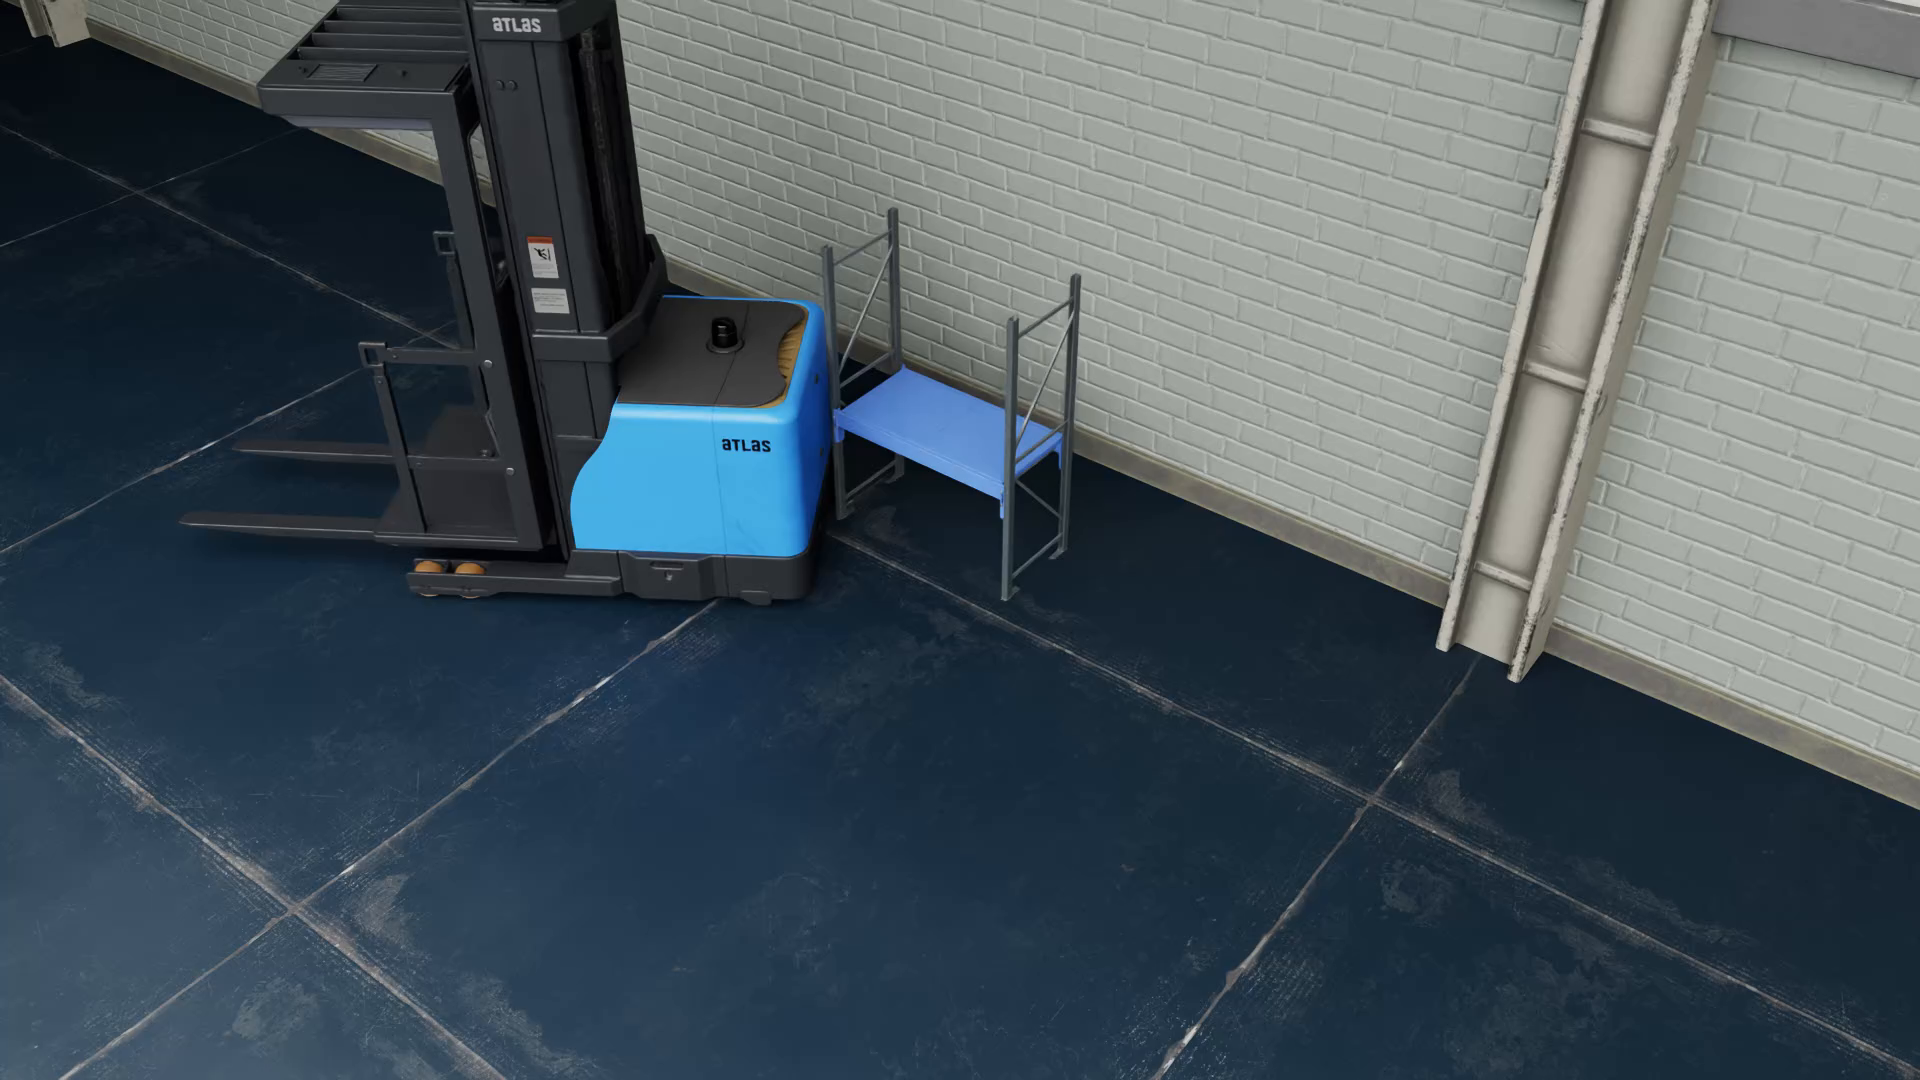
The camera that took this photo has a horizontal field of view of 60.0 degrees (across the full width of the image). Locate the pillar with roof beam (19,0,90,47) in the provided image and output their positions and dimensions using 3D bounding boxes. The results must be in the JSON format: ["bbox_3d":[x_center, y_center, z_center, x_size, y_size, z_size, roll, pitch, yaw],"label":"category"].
[{"bbox_3d":[-9.756,-5.449,7.770,0.400,9.000,9.100,25,45,29],"label":"pillar with roof beam"}]

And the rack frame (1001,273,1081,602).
[{"bbox_3d":[0.357,-0.430,7.443,0.032,1.500,0.500,25,45,29],"label":"rack frame"}]

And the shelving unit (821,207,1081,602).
[{"bbox_3d":[-0.045,-0.621,7.688,1.048,1.500,0.538,25,45,29],"label":"shelving unit"}]

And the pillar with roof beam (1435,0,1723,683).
[{"bbox_3d":[-0.224,-0.954,2.030,0.400,9.000,9.100,25,45,29],"label":"pillar with roof beam"}]

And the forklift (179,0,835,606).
[{"bbox_3d":[-2.163,-1.204,7.271,3.031,2.935,1.130,2,38,3],"label":"forklift"}]

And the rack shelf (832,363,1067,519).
[{"bbox_3d":[-0.045,-0.480,7.799,1.000,0.185,0.538,25,45,29],"label":"rack shelf"}]

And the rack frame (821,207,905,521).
[{"bbox_3d":[-0.448,-0.813,7.932,0.032,1.500,0.500,25,45,29],"label":"rack frame"}]
